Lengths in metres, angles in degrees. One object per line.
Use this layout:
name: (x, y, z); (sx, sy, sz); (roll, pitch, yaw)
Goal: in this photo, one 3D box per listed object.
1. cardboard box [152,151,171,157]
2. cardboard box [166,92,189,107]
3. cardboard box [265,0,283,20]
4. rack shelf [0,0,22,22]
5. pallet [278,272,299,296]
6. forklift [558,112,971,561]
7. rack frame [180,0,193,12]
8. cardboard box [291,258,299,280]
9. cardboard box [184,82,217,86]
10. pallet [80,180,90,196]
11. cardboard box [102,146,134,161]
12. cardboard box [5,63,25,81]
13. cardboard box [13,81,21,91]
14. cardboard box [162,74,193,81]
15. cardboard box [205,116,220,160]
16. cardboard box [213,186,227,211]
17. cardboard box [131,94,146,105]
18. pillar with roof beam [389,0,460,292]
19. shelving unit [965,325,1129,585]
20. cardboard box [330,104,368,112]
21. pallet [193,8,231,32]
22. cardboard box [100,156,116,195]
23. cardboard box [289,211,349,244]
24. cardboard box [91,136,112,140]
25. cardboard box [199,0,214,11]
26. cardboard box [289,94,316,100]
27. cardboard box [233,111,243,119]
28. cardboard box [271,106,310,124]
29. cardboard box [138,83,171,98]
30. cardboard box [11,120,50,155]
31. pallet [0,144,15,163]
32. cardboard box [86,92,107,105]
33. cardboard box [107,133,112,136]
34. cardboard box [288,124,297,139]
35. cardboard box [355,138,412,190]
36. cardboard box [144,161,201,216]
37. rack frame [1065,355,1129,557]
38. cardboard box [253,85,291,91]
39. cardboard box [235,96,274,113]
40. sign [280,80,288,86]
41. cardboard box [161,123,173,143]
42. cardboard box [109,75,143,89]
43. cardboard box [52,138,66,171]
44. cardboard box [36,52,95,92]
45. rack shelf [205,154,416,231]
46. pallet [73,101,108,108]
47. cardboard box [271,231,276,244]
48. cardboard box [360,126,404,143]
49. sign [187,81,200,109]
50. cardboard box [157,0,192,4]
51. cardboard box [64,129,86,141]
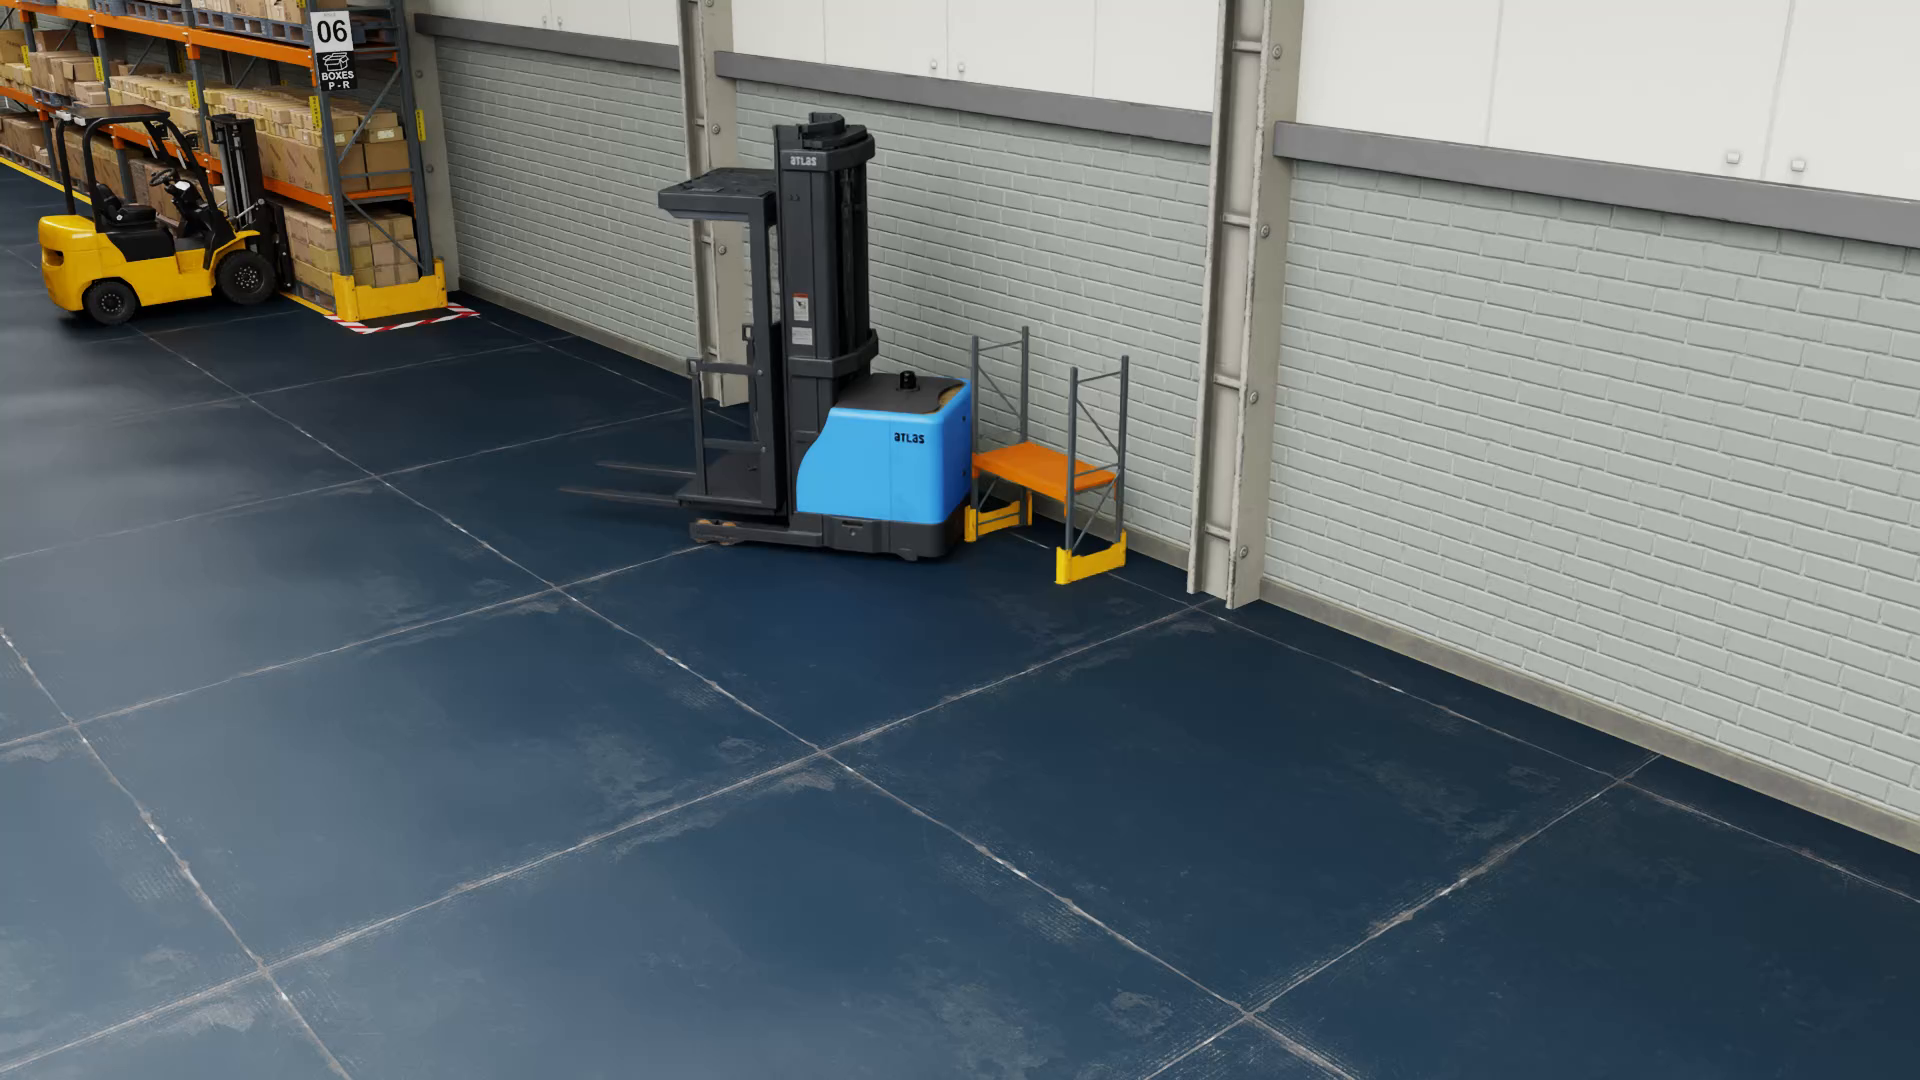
cardboard box: (-11.631, -5.706, 24.401); (0.380, 0.149, 0.250); (-16, 26, -35)
cardboard box: (-9.881, -5.627, 21.211); (0.380, 0.149, 0.250); (-19, 28, -39)
cardboard box: (-7.241, -5.746, 17.901); (0.396, 0.266, 0.258); (-17, 27, -37)
rack shelf: (-15.443, -8.873, 27.399); (1.077, 0.370, 4.000); (-17, 27, -37)
pallet: (-7.628, -3.183, 19.822); (1.003, 0.211, 1.213); (-17, 27, -37)
forklift: (-1.439, -1.501, 11.797); (3.031, 2.935, 1.130); (6, 22, 14)
rack frame: (-8.916, -7.842, 19.667); (1.000, 3.000, 0.127); (-17, 27, -37)
cardboard box: (-7.488, -3.193, 19.218); (0.500, 0.250, 0.500); (-17, 27, -37)
cardboard box: (-10.145, -6.041, 22.268); (0.380, 0.149, 0.250); (-16, 27, -36)
pallet: (-12.778, -5.407, 25.501); (1.003, 0.211, 1.213); (-17, 27, -37)
cardboard box: (-12.243, -5.631, 24.211); (0.380, 0.149, 0.250); (-19, 28, -40)
cardboard box: (-15.309, -7.686, 27.292); (0.500, 0.250, 0.500); (-18, 27, -38)
cardboard box: (-15.250, -7.445, 27.225); (0.380, 0.149, 0.250); (-18, 28, -38)
cardboard box: (-10.906, -6.415, 23.223); (0.380, 0.149, 0.250); (-17, 27, -36)
cardboard box: (-8.824, -4.910, 20.271); (0.500, 0.500, 0.500); (-18, 28, -39)
cardboard box: (-8.838, -4.221, 20.471); (0.500, 0.250, 0.500); (-18, 28, -38)
cardboard box: (-10.768, -5.848, 22.323); (0.500, 0.250, 0.500); (-18, 28, -39)
pillar with roof beam: (-9.338, -6.119, 15.267); (9.100, 9.000, 0.400); (-17, 27, -37)
shelving unit: (0.592, -0.613, 11.494); (0.587, 1.500, 1.083); (-16, 27, -35)
cardboard box: (-6.841, -4.796, 18.681); (0.380, 0.149, 0.250); (-17, 27, -37)
pallet: (-8.340, -6.174, 19.644); (1.003, 0.211, 1.213); (-17, 27, -37)
cardboard box: (-12.285, -5.392, 24.489); (0.500, 0.500, 0.500); (-18, 28, -38)
cardboard box: (-7.180, -3.517, 18.673); (0.500, 0.250, 0.500); (-17, 27, -36)
cardboard box: (-13.007, -6.017, 25.194); (0.380, 0.149, 0.250); (-17, 27, -37)
cardboard box: (-8.558, -6.358, 19.400); (0.500, 0.311, 0.500); (-17, 27, -36)
cardboard box: (-7.667, -5.158, 19.605); (0.380, 0.149, 0.250); (-18, 28, -38)
cardboard box: (-8.271, -4.951, 19.486); (0.380, 0.149, 0.250); (-18, 28, -38)
cardboard box: (-7.435, -4.738, 18.533); (0.380, 0.149, 0.250); (-17, 27, -36)
cardboard box: (-10.692, -5.990, 22.138); (0.380, 0.149, 0.250); (-17, 27, -36)
cardboard box: (-15.624, -6.789, 28.055); (0.500, 0.500, 0.500); (-17, 27, -36)
pallet: (-16.178, -6.824, 29.119); (1.003, 0.211, 1.213); (-17, 27, -37)
cardboard box: (-12.246, -6.322, 23.782); (0.380, 0.149, 0.250); (-17, 27, -36)
cardboard box: (-13.012, -6.270, 25.840); (0.380, 0.149, 0.250); (-17, 27, -36)
cardboard box: (-7.209, -4.542, 18.441); (0.380, 0.149, 0.250); (-18, 27, -38)
cardboard box: (-6.418, -4.193, 18.439); (0.500, 0.500, 0.500); (-16, 27, -36)
cardboard box: (-10.698, -4.889, 23.034); (0.875, 0.625, 0.625); (-16, 27, -36)
rack frame: (0.912, -0.465, 11.116); (0.500, 1.500, 0.032); (-16, 27, -35)
cardboard box: (-8.479, -5.519, 20.528); (0.380, 0.149, 0.250); (-17, 27, -37)
cardboard box: (-8.240, -5.097, 19.450); (0.380, 0.149, 0.250); (-18, 28, -38)
sign: (-8.496, -5.621, 20.927); (0.100, 0.325, 0.005); (-17, 27, -37)
cardboard box: (-10.076, -5.338, 21.705); (0.500, 0.250, 0.500); (-17, 27, -37)
cardboard box: (-11.542, -6.344, 23.042); (0.380, 0.149, 0.250); (-16, 27, -36)
cardboard box: (-13.993, -6.103, 26.305); (0.500, 0.500, 0.500); (-16, 26, -35)
cardboard box: (-13.654, -7.171, 25.466); (0.700, 0.500, 0.500); (-17, 27, -37)
rack shelf: (-7.610, -4.161, 19.481); (1.077, 0.370, 4.000); (-17, 27, -37)
pallet: (-12.023, -6.235, 24.053); (1.213, 0.211, 1.003); (-17, 27, -37)
cardboard box: (-7.855, -3.569, 19.493); (0.500, 0.250, 0.500); (-18, 27, -38)
cardboard box: (-6.330, -4.447, 18.199); (0.380, 0.149, 0.250); (-18, 28, -39)
sign: (-9.321, -5.419, 20.227); (0.100, 0.325, 0.005); (-17, 27, -37)
cardboard box: (-9.573, -6.788, 20.497); (0.500, 0.311, 0.500); (-19, 28, -39)
cardboard box: (-13.866, -6.372, 26.102); (0.380, 0.149, 0.250); (-18, 28, -39)
